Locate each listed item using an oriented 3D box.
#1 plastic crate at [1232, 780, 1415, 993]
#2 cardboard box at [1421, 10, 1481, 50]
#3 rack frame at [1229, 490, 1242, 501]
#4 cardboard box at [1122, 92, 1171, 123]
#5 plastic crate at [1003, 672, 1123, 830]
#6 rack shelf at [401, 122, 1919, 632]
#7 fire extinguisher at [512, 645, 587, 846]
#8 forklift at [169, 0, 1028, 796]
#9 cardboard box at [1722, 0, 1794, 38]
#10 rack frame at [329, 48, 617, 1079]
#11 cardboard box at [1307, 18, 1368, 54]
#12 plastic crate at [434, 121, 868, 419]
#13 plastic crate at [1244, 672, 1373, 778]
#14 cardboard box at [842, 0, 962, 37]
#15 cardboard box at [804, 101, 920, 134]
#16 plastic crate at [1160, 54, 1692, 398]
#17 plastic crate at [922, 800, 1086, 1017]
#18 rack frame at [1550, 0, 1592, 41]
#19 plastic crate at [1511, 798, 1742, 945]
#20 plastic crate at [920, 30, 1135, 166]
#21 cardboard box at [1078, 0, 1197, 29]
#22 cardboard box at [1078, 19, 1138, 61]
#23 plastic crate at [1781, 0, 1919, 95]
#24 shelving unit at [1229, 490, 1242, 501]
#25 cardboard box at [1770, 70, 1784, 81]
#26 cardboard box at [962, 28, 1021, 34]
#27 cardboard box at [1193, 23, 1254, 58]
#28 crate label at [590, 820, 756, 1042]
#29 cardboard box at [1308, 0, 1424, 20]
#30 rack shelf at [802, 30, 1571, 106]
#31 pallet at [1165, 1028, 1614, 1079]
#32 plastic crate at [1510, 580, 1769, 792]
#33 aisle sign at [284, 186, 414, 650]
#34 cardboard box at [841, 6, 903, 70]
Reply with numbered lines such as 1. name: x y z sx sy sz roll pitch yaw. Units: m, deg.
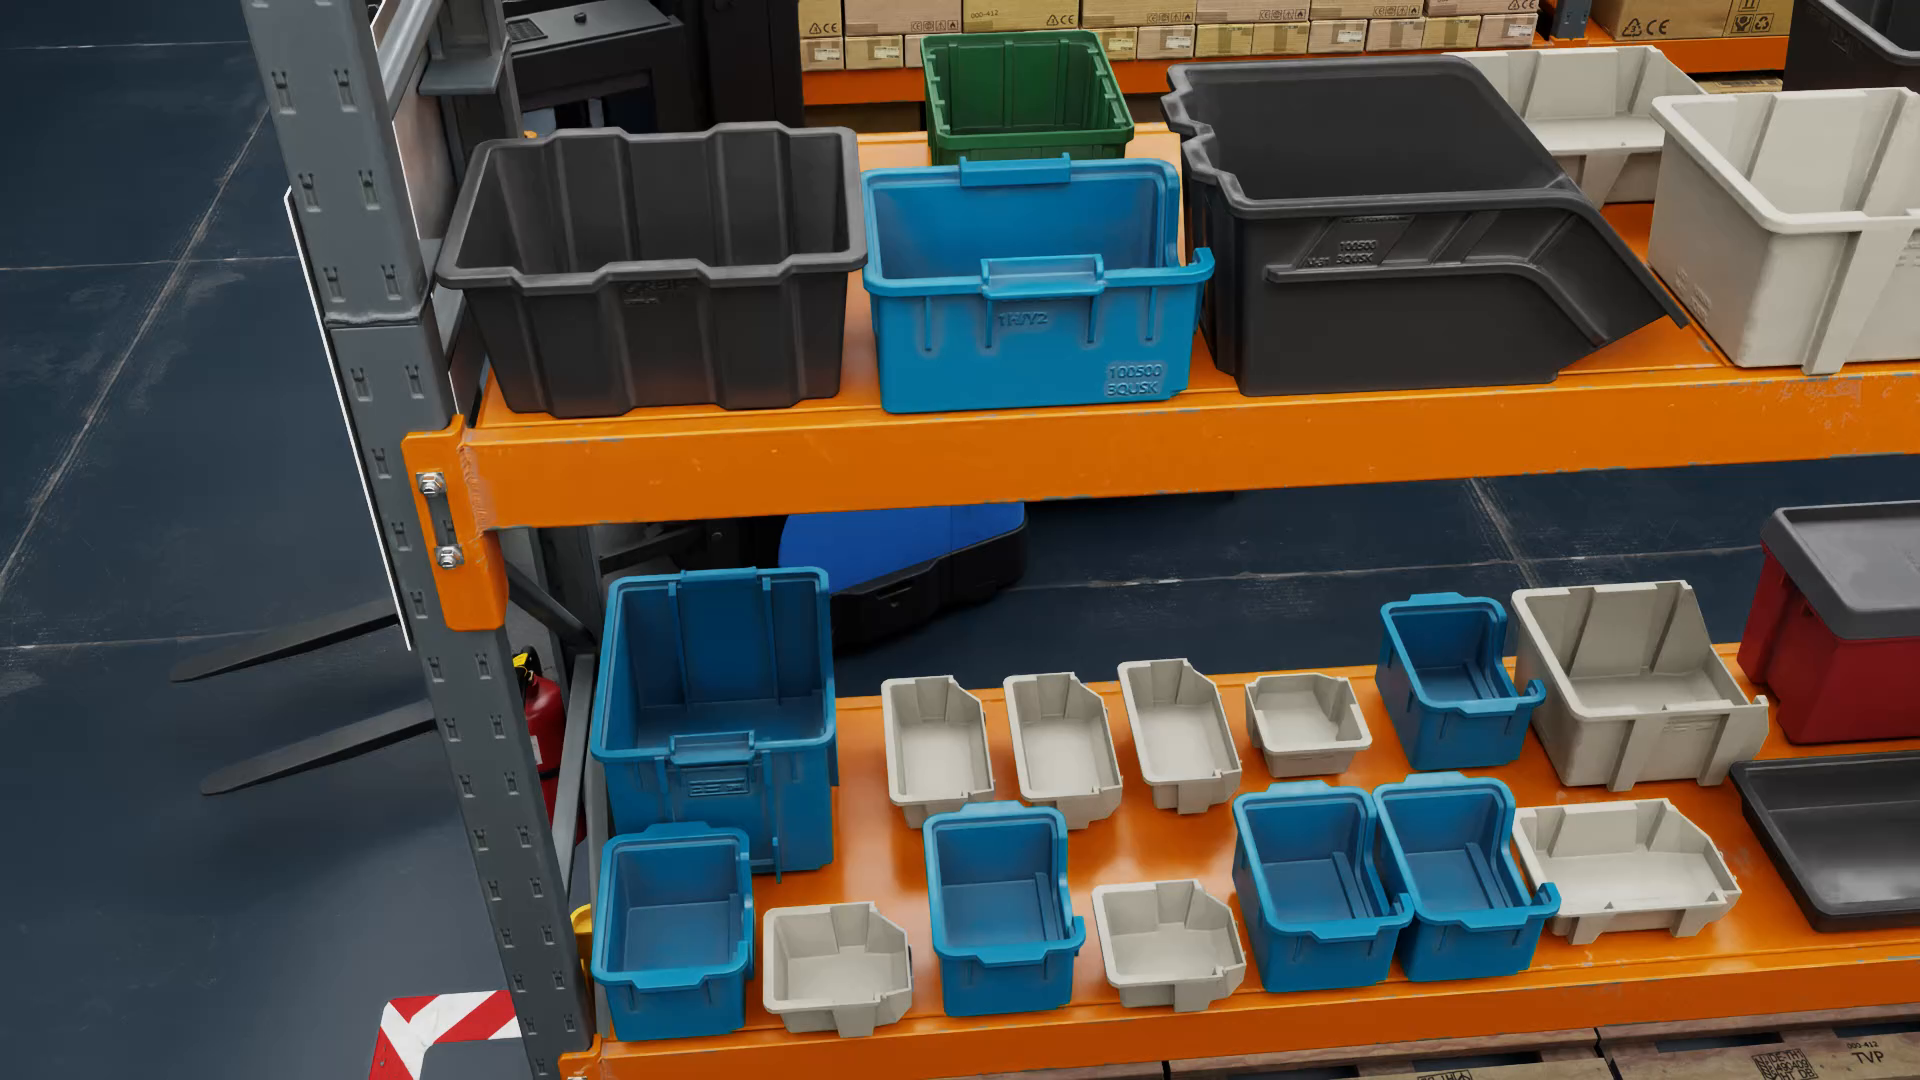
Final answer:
1. plastic crate: 0.740 0.738 3.480 0.300 0.233 0.416 -3 38 -4
2. cardboard box: 2.167 -2.366 7.529 0.250 0.149 0.380 -2 38 -3
3. rack frame: 1.118 -0.758 6.803 0.032 1.125 0.500 -6 39 -8
4. cardboard box: 1.138 -1.992 8.229 0.875 0.875 0.875 -3 38 -4
5. plastic crate: 0.239 0.495 3.866 0.243 0.136 0.396 -3 38 -4
6. rack shelf: 1.145 -0.427 3.029 4.000 0.370 1.077 -3 38 -4
7. fire extinguisher: -1.037 0.483 4.080 0.183 0.674 0.296 -3 38 -4
8. forklift: -1.280 -0.792 5.388 3.031 2.935 1.130 -19 42 -23
9. cardboard box: 3.680 -2.636 7.588 0.500 0.500 0.500 -3 38 -4
10. rack frame: -0.847 0.578 3.596 0.127 3.000 1.000 -3 38 -4
11. cardboard box: 1.656 -2.338 7.494 0.250 0.149 0.380 -2 38 -3
12. plastic crate: -0.439 -0.397 2.516 0.590 0.269 0.497 -3 38 -4
13. plastic crate: 0.808 0.437 3.940 0.250 0.136 0.298 -3 38 -4
14. cardboard box: -0.266 -2.428 7.287 0.500 0.250 0.500 -4 38 -5
15. cardboard box: -0.655 -1.893 8.104 0.875 0.875 0.875 -3 38 -4
16. plastic crate: 0.699 -0.489 2.577 0.767 0.338 0.504 -3 38 -4
17. plastic crate: 0.084 0.774 3.435 0.300 0.233 0.416 -3 38 -4
18. rack frame: 2.699 -2.697 7.747 0.127 3.000 1.000 -3 38 -4
19. plastic crate: 1.430 0.720 3.581 0.466 0.136 0.293 -3 38 -4
20. plastic crate: 0.110 -0.747 3.024 0.336 0.188 0.450 -3 38 -4
21. cardboard box: 0.754 -2.485 7.359 0.500 0.250 0.500 -4 38 -5
22. cardboard box: 0.629 -2.280 7.421 0.250 0.149 0.380 -4 38 -5
23. plastic crate: 1.876 -0.869 3.113 0.590 0.269 0.497 -3 38 -4
24. shelving unit: 0.617 -0.705 6.735 1.048 1.125 0.538 -6 39 -8
25. cardboard box: 4.224 -2.125 8.398 0.875 0.875 1.225 -4 38 -6
26. cardboard box: 0.121 -2.253 7.386 0.250 0.149 0.380 -4 38 -5
27. cardboard box: 1.144 -2.309 7.458 0.250 0.149 0.380 -4 38 -5
28. crate label: -0.572 0.810 3.389 0.303 0.233 0.416 -3 38 -4
29. cardboard box: 1.767 -2.539 7.427 0.500 0.250 0.500 -2 38 -3
30. rack shelf: 0.707 -2.305 7.831 4.000 0.370 1.077 -3 38 -4
31. pallet: 1.190 1.586 4.569 1.213 0.211 1.003 -3 38 -4
32. plastic crate: 1.600 0.352 3.930 0.530 0.282 0.437 -3 38 -4
33. aisle sign: -0.892 -0.255 2.553 0.004 0.787 0.394 -3 38 -4
34. cardboard box: -0.392 -2.224 7.350 0.250 0.149 0.380 -4 38 -5
